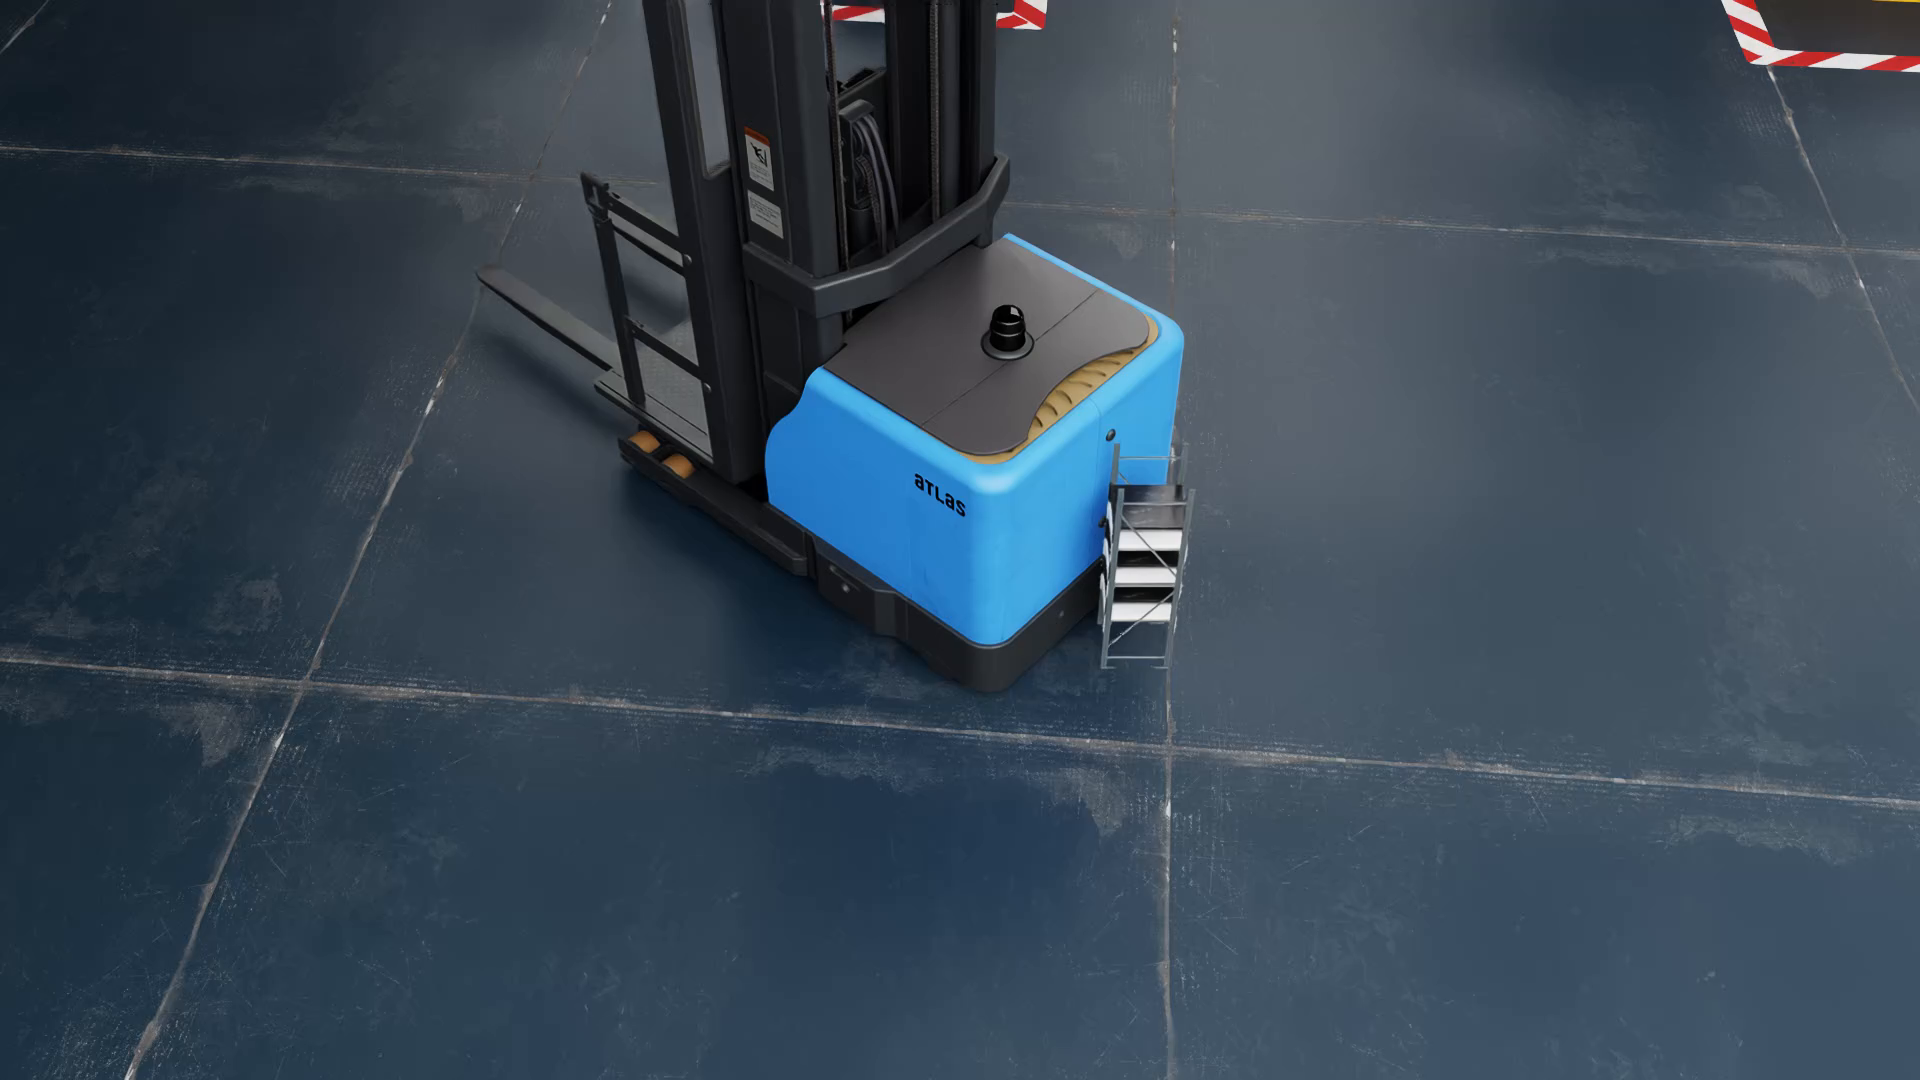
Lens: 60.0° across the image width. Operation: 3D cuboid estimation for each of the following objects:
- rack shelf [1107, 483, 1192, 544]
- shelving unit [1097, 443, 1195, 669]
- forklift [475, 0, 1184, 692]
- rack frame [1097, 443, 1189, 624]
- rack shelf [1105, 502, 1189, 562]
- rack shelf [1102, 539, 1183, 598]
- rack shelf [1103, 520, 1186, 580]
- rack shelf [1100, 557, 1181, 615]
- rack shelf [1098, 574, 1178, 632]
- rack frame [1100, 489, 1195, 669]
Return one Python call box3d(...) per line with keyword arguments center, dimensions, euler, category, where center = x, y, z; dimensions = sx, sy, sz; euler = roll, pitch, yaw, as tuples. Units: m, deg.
box3d(center=(0.612, -0.088, 5.400), dimensions=(0.258, 0.077, 0.200), euler=(0, 48, 0), category="rack shelf")
box3d(center=(0.612, 0.072, 5.574), dimensions=(0.258, 0.900, 0.210), euler=(0, 48, 0), category="shelving unit")
box3d(center=(-0.685, -1.417, 5.560), dimensions=(3.031, 2.935, 1.130), euler=(33, 56, 27), category="forklift")
box3d(center=(0.612, -0.003, 5.643), dimensions=(0.240, 0.900, 0.006), euler=(0, 48, 0), category="rack frame")
box3d(center=(0.612, -0.027, 5.466), dimensions=(0.258, 0.077, 0.200), euler=(0, 48, 0), category="rack shelf")
box3d(center=(0.612, 0.094, 5.599), dimensions=(0.258, 0.077, 0.200), euler=(0, 48, 0), category="rack shelf")
box3d(center=(0.612, 0.034, 5.533), dimensions=(0.258, 0.077, 0.200), euler=(0, 48, 0), category="rack shelf")
box3d(center=(0.612, 0.155, 5.665), dimensions=(0.258, 0.077, 0.200), euler=(0, 48, 0), category="rack shelf")
box3d(center=(0.612, 0.216, 5.732), dimensions=(0.258, 0.077, 0.200), euler=(0, 48, 0), category="rack shelf")
box3d(center=(0.612, 0.147, 5.506), dimensions=(0.240, 0.900, 0.006), euler=(0, 48, 0), category="rack frame")
